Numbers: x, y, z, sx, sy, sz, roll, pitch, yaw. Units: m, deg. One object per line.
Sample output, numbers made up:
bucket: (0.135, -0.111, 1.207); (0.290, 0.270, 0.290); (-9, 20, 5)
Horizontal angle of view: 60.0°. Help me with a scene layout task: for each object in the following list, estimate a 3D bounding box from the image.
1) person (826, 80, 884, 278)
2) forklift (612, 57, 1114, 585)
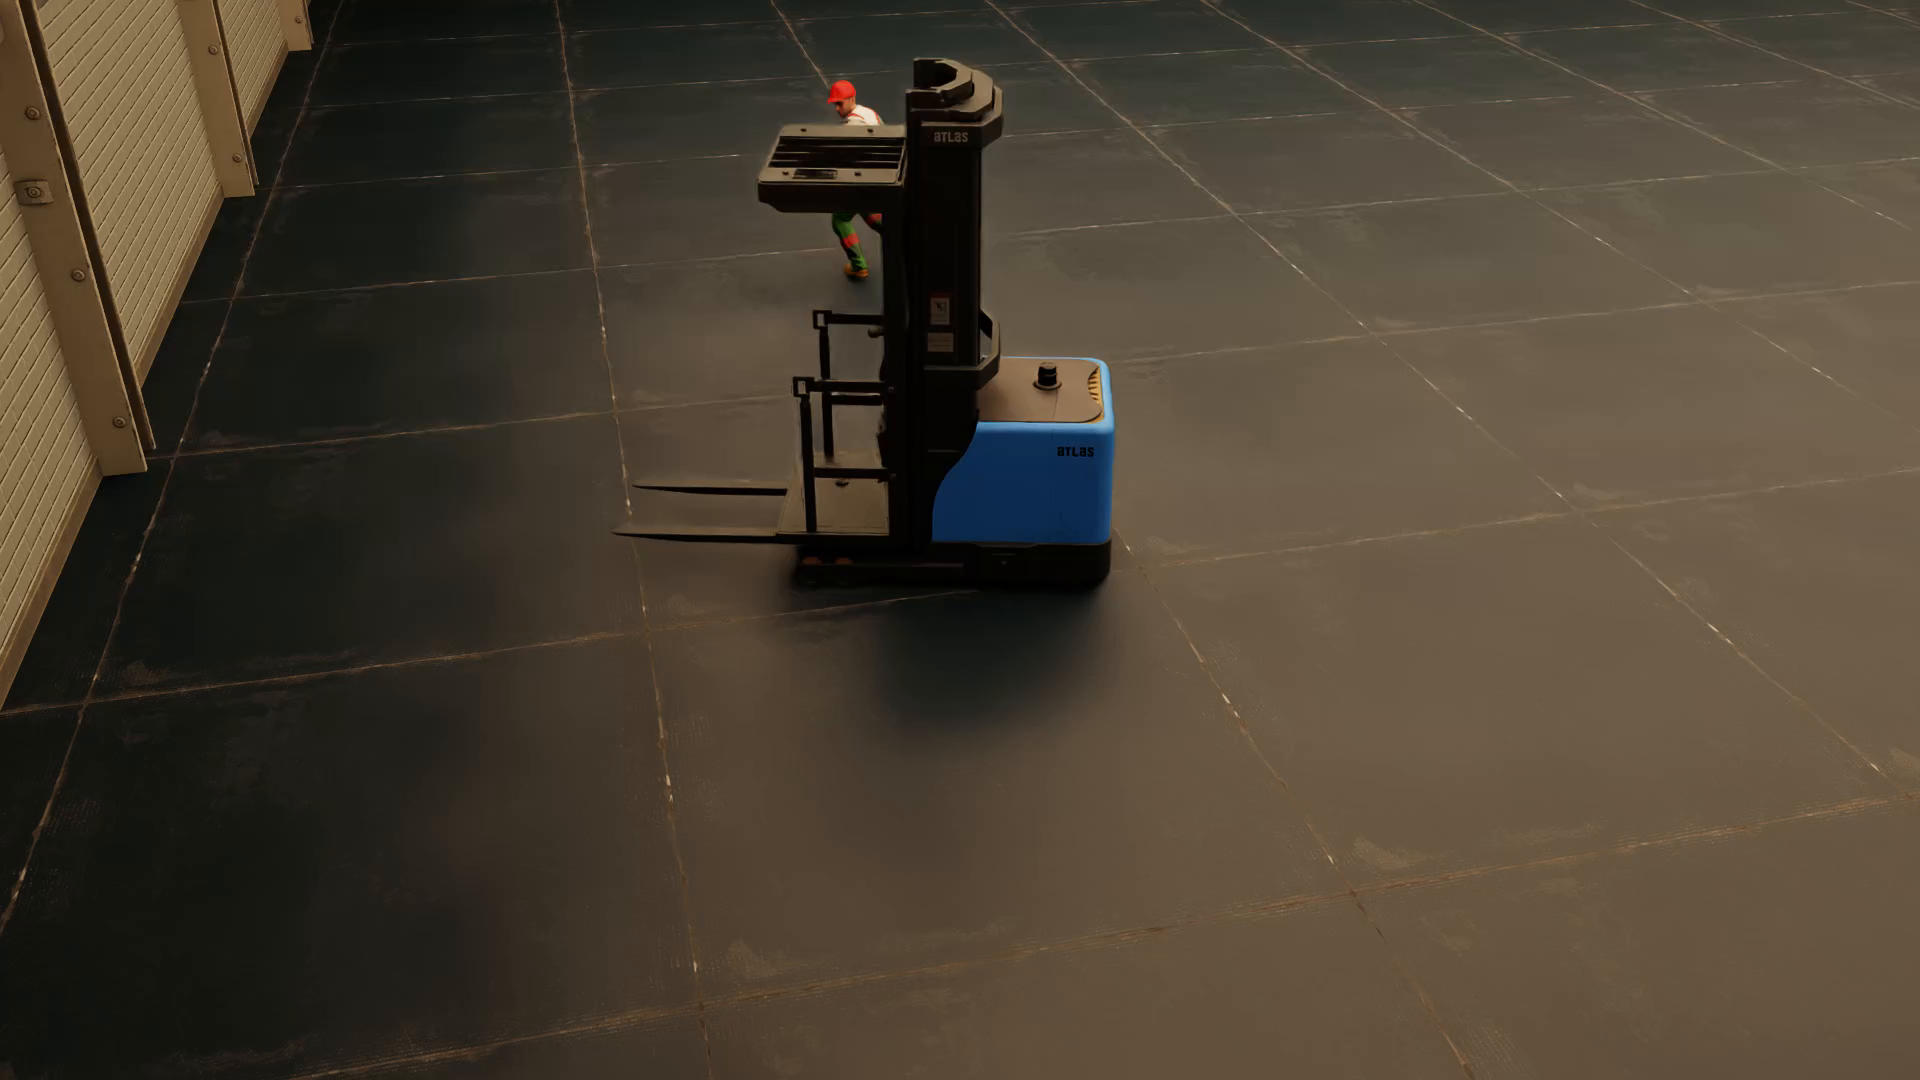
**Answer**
person: (-0.819, -3.107, 14.295); (0.521, 1.672, 1.041); (15, 33, 24)
forklift: (-0.599, -1.259, 9.749); (3.031, 2.935, 1.130); (1, 30, 2)
